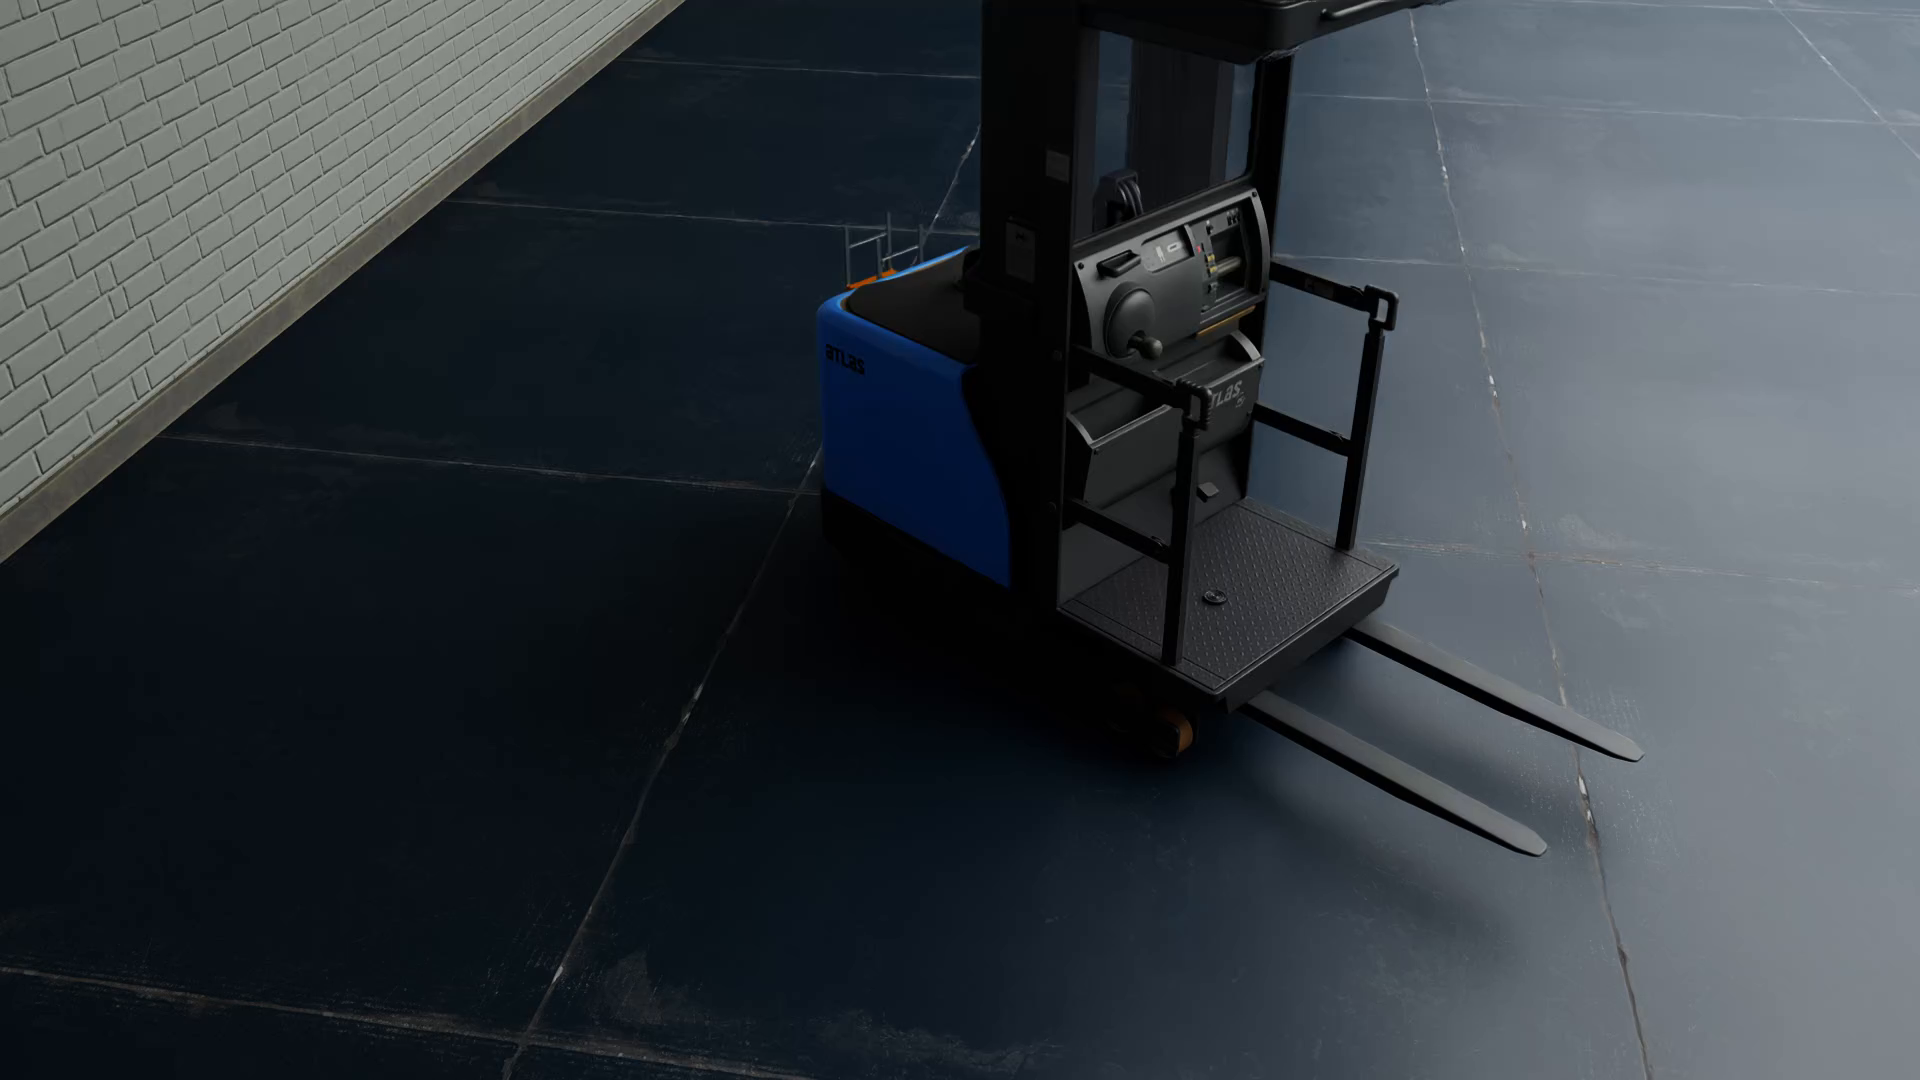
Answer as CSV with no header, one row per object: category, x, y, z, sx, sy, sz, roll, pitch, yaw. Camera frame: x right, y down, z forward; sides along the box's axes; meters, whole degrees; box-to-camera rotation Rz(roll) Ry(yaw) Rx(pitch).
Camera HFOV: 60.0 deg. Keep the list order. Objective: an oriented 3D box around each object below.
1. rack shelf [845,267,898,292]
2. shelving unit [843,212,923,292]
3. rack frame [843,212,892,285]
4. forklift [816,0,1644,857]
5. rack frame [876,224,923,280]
rack shelf,-0.295,-0.966,6.540,0.258,0.103,0.180,-28,41,-37
shelving unit,-0.294,-0.699,6.707,0.258,1.200,0.189,-28,41,-37
rack frame,-0.359,-0.733,6.763,0.240,1.200,0.006,-28,41,-37
forklift,0.851,-0.827,5.282,1.130,2.935,3.031,-28,41,-37
rack frame,-0.230,-0.664,6.652,0.240,1.200,0.006,-28,41,-37
